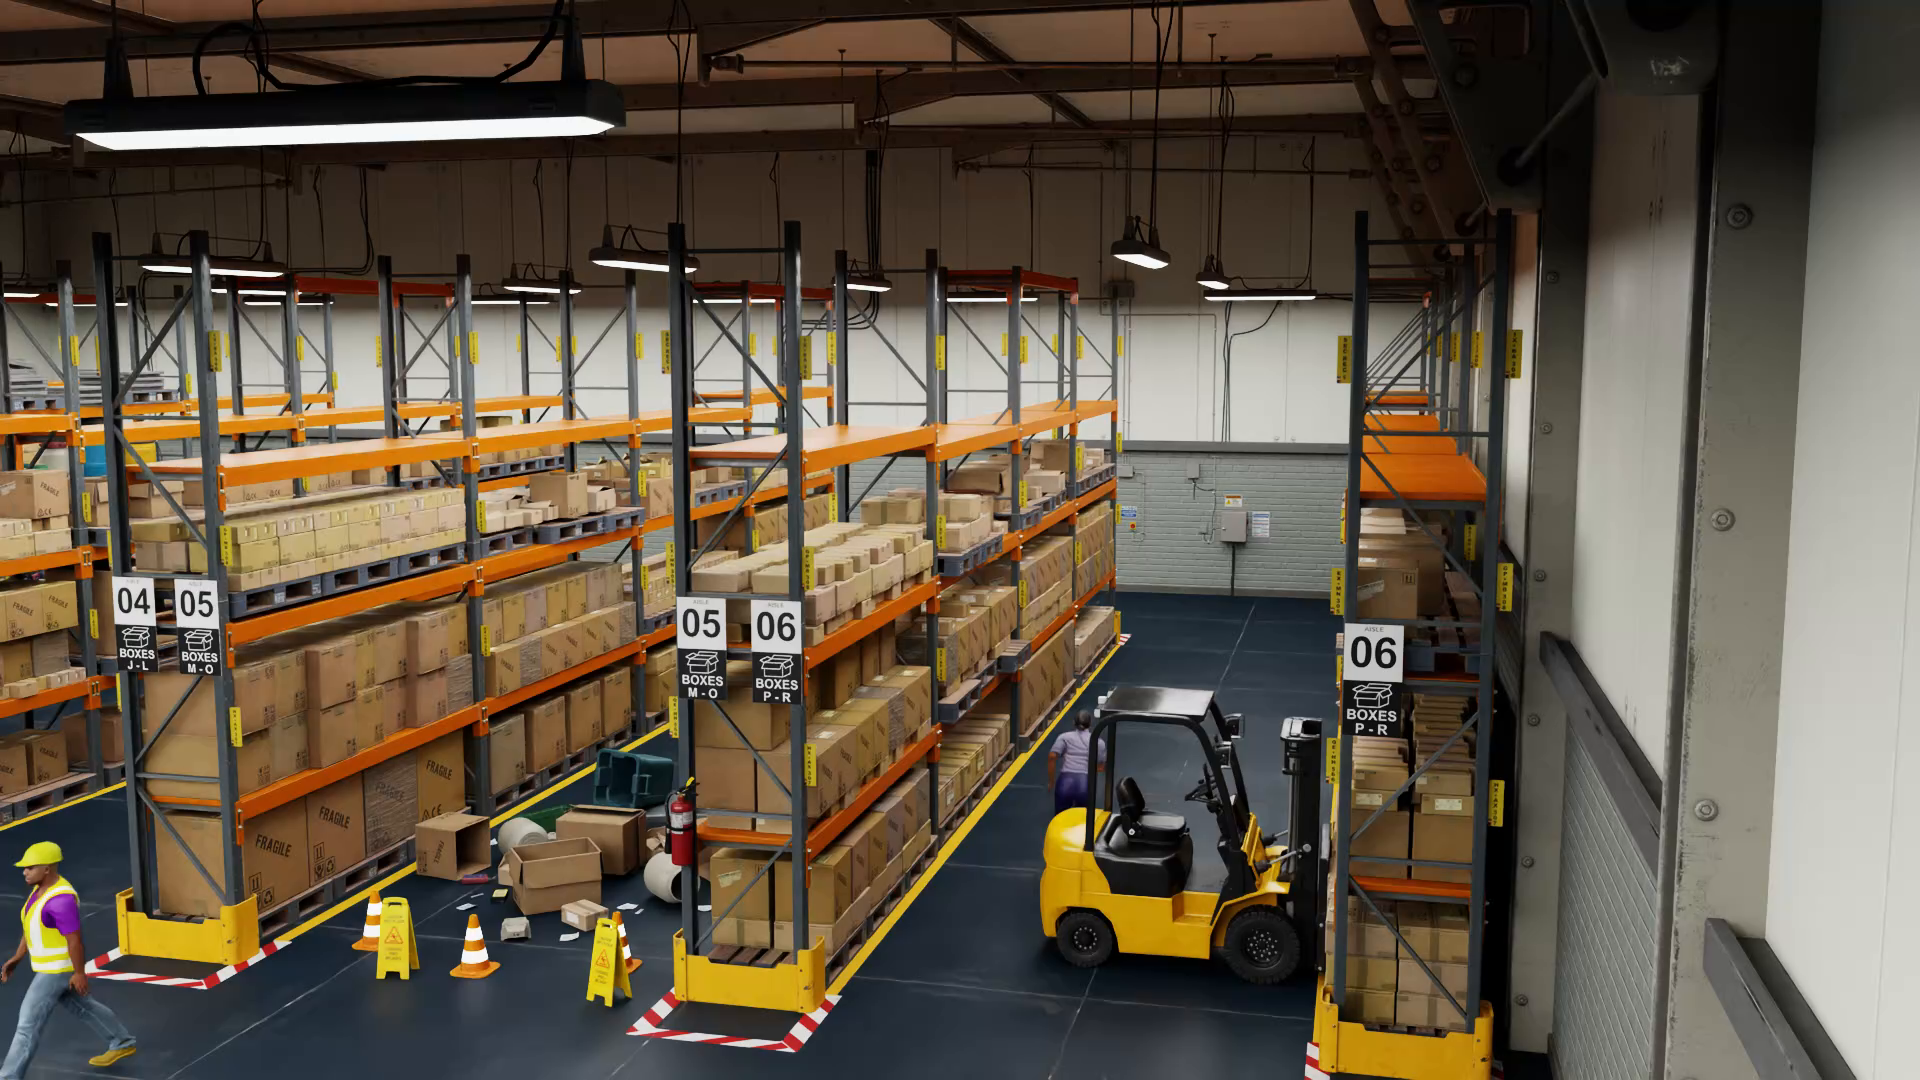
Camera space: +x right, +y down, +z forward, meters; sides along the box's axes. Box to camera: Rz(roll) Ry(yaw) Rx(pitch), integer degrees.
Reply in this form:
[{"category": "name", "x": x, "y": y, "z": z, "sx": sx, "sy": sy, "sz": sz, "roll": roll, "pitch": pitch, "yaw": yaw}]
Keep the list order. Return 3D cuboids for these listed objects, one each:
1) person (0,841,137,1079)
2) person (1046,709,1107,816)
[{"category": "person", "x": -6.304, "y": 2.913, "z": 11.434, "sx": 1.104, "sy": 1.694, "sz": 0.583, "roll": -5, "pitch": 8, "yaw": -33}, {"category": "person", "x": 1.155, "y": 2.442, "z": 16.267, "sx": 0.573, "sy": 1.527, "sz": 0.720, "roll": 2, "pitch": 7, "yaw": 15}]
